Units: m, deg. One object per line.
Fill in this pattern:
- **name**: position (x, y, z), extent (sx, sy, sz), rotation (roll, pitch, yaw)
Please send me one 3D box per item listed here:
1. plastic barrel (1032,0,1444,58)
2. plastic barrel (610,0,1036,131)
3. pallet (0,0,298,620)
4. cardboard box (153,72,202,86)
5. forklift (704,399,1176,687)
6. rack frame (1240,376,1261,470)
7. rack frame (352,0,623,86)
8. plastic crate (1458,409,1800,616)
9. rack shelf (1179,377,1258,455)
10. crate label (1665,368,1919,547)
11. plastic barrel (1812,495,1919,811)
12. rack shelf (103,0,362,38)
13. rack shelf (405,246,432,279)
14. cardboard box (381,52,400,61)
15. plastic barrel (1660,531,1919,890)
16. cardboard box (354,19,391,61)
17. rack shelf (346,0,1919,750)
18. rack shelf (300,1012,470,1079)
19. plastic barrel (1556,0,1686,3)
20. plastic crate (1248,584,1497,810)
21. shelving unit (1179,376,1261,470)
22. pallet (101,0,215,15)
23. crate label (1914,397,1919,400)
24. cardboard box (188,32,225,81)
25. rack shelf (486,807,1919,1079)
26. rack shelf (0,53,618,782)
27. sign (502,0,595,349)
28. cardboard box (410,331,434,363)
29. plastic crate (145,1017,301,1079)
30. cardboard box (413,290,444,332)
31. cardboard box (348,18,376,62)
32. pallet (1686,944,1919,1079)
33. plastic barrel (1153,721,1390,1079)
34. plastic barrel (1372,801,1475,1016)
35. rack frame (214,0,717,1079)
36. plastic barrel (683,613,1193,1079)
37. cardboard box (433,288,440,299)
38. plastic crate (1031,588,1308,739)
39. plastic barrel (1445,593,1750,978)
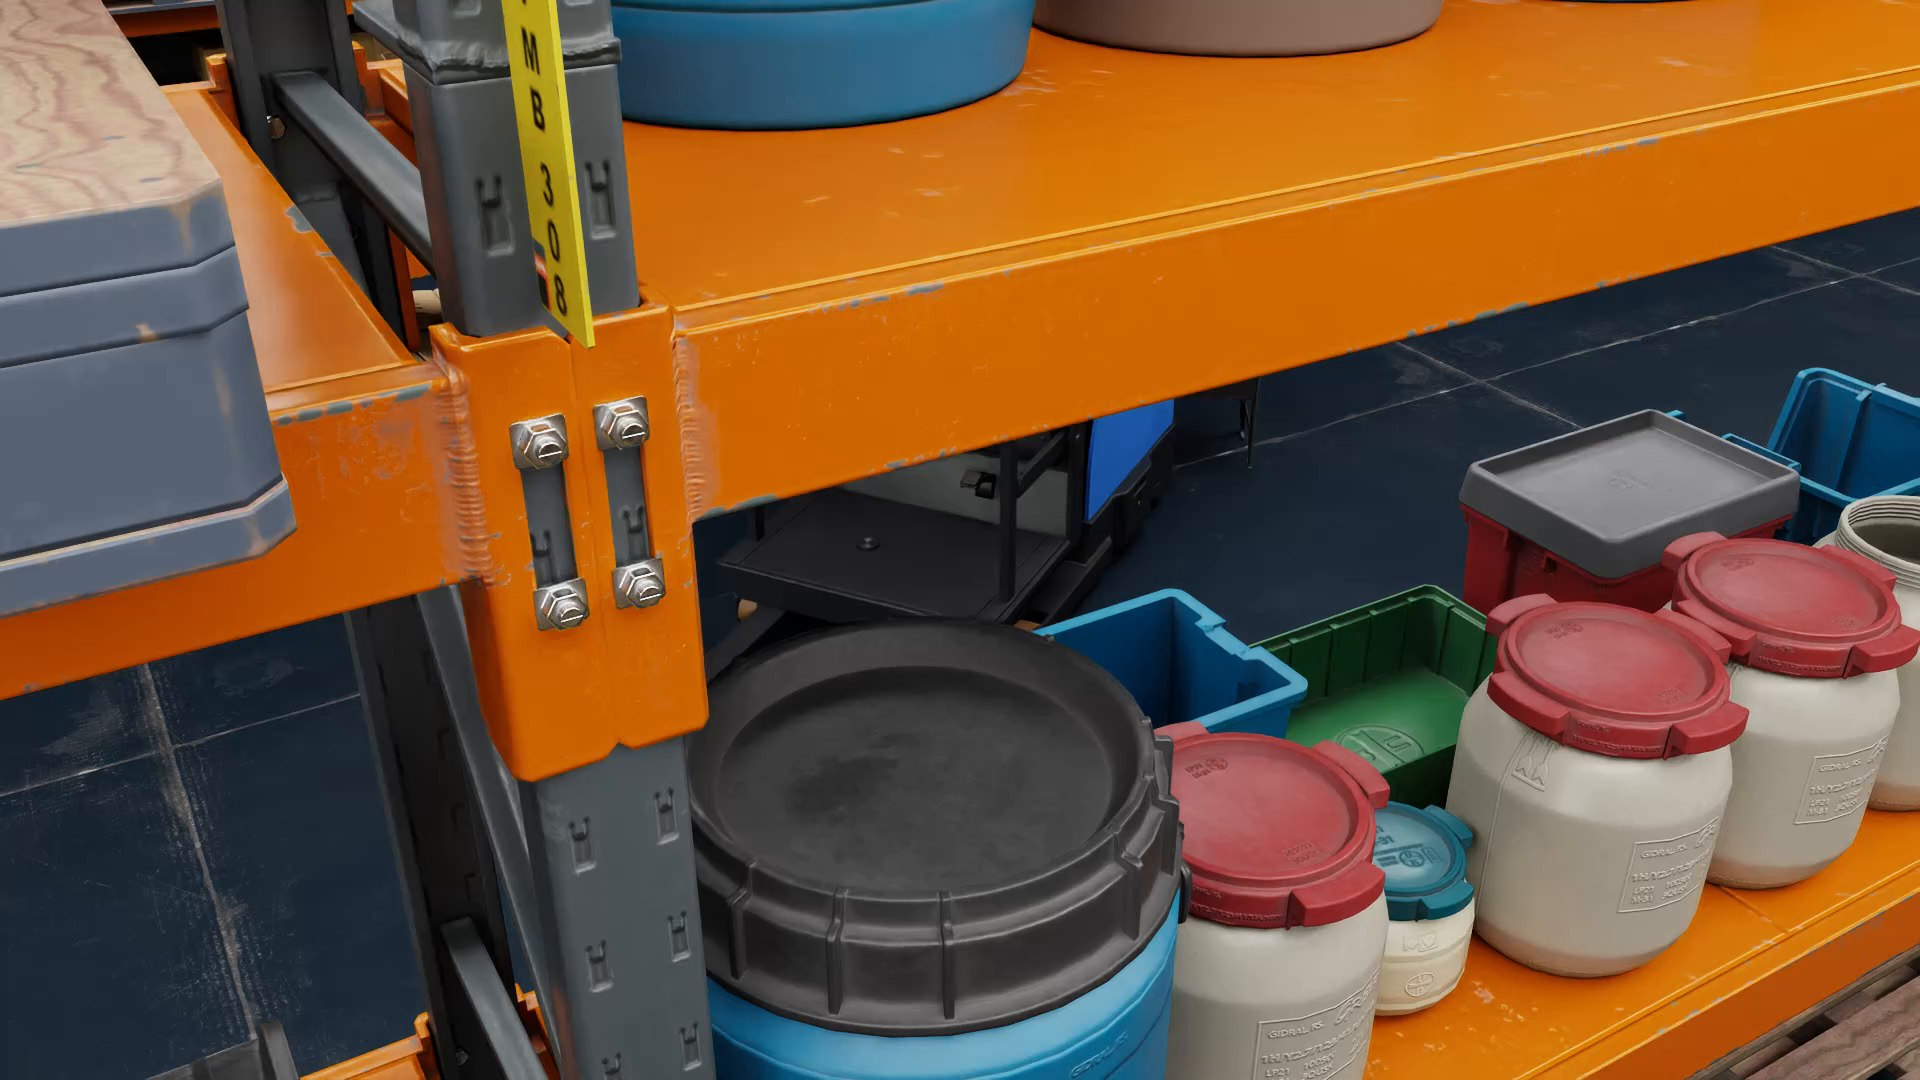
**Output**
- **plastic barrel**: position (0.356, -1.111, 2.035), extent (0.600, 0.901, 0.600), rotation (0, 29, 0)
- **plastic barrel**: position (-0.208, -0.951, 1.745), extent (0.708, 0.901, 0.600), rotation (-16, 33, -26)
- **pallet**: position (-1.109, -0.216, 1.128), extent (1.003, 0.211, 1.213), rotation (-16, 33, -26)
- **cardboard box**: position (-4.930, -2.615, 10.516), extent (0.500, 0.500, 0.700), rotation (-15, 32, -25)
- **forklift**: position (-0.175, -0.988, 5.507), extent (1.130, 2.935, 3.031), rotation (13, 31, 22)
- **rack frame**: position (1.285, -1.322, 6.972), extent (0.015, 2.100, 0.400), rotation (1, 29, 3)
- **rack frame**: position (-0.537, -1.829, 0.752), extent (0.127, 3.000, 1.000), rotation (-16, 33, -26)
- **plastic crate**: position (1.364, 0.058, 3.474), extent (0.583, 0.464, 0.402), rotation (-16, 33, -26)
- **rack shelf**: position (1.042, -0.703, 7.327), extent (0.480, 0.518, 0.431), rotation (1, 29, 3)
- **crate label**: position (1.918, -0.067, 3.730), extent (0.616, 0.435, 0.502), rotation (-16, 33, -26)
- **plastic barrel**: position (1.770, 0.213, 3.144), extent (0.421, 0.512, 0.421), rotation (0, 29, 0)
- **rack shelf**: position (-3.831, -3.505, 10.740), extent (4.000, 0.370, 1.077), rotation (-16, 33, -26)
- **rack shelf**: position (-1.319, -1.442, 7.003), extent (4.000, 0.370, 1.077), rotation (-16, 33, -26)
- **cardboard box**: position (-1.918, -1.621, 6.480), extent (0.500, 0.500, 0.500), rotation (-13, 32, -23)
- **plastic barrel**: position (1.405, 0.309, 2.945), extent (0.433, 0.535, 0.433), rotation (0, 29, 0)
- **cardboard box**: position (-3.666, -3.296, 10.974), extent (0.500, 0.250, 0.500), rotation (-16, 33, -27)
- **rack shelf**: position (1.188, -0.691, 2.537), extent (4.000, 0.370, 1.077), rotation (-16, 33, -26)
- **rack shelf**: position (-2.261, 1.602, 1.488), extent (4.000, 0.370, 1.077), rotation (-16, 33, -26)
- **plastic barrel**: position (0.920, -1.271, 2.325), extent (0.708, 0.901, 0.600), rotation (-16, 33, -26)
- **plastic crate**: position (0.822, 0.346, 3.238), extent (0.662, 0.188, 0.450), rotation (-16, 33, -26)
- **shelving unit**: position (1.042, -1.328, 6.983), extent (0.503, 2.100, 0.431), rotation (1, 29, 3)
- **pallet**: position (-4.823, -3.372, 9.955), extent (1.213, 0.211, 1.003), rotation (-16, 33, -26)
- **crate label**: position (2.359, -0.162, 4.112), extent (0.416, 0.233, 0.303), rotation (-16, 33, -26)
- **cardboard box**: position (-4.552, -3.053, 10.533), extent (0.500, 0.250, 0.500), rotation (-17, 33, -27)
- **rack shelf**: position (1.188, 0.622, 3.262), extent (4.000, 0.370, 1.077), rotation (-16, 33, -26)
- **rack shelf**: position (-2.261, 0.288, 0.763), extent (4.000, 0.370, 1.077), rotation (-16, 33, -26)
- **sign**: position (-0.268, -0.288, 1.054), extent (0.005, 0.325, 0.100), rotation (-16, 33, -26)
- **cardboard box**: position (-2.126, -0.611, 6.583), extent (0.500, 0.311, 0.500), rotation (-16, 33, -27)
- **plastic crate**: position (-1.053, 0.899, 2.080), extent (0.504, 0.338, 0.767), rotation (-16, 33, -26)
- **cardboard box**: position (-2.394, -0.841, 7.001), extent (0.500, 0.311, 0.500), rotation (-15, 32, -25)
- **cardboard box**: position (-4.105, -3.182, 10.767), extent (0.500, 0.250, 0.500), rotation (-17, 33, -28)
- **pallet**: position (2.224, 1.212, 4.335), extent (1.213, 0.211, 1.003), rotation (-16, 33, -26)
- **plastic barrel**: position (0.399, 0.595, 2.427), extent (0.433, 0.535, 0.433), rotation (0, 29, 0)
- **plastic barrel**: position (0.682, 0.598, 2.706), extent (0.301, 0.262, 0.301), rotation (0, 29, 0)
- **rack frame**: position (-0.537, 0.797, 2.201), extent (0.127, 3.000, 1.000), rotation (-16, 33, -26)
- **plastic barrel**: position (-0.050, 0.609, 2.023), extent (0.708, 0.901, 0.600), rotation (-16, 33, -26)
- **cardboard box**: position (-1.962, -0.963, 7.220), extent (0.500, 0.311, 0.500), rotation (-16, 33, -26)
- **plastic crate**: position (0.257, 0.404, 2.929), extent (0.575, 0.384, 0.392), rotation (-16, 33, -26)
- **plastic barrel**: position (1.032, 0.415, 2.753), extent (0.433, 0.535, 0.433), rotation (0, 29, 0)
